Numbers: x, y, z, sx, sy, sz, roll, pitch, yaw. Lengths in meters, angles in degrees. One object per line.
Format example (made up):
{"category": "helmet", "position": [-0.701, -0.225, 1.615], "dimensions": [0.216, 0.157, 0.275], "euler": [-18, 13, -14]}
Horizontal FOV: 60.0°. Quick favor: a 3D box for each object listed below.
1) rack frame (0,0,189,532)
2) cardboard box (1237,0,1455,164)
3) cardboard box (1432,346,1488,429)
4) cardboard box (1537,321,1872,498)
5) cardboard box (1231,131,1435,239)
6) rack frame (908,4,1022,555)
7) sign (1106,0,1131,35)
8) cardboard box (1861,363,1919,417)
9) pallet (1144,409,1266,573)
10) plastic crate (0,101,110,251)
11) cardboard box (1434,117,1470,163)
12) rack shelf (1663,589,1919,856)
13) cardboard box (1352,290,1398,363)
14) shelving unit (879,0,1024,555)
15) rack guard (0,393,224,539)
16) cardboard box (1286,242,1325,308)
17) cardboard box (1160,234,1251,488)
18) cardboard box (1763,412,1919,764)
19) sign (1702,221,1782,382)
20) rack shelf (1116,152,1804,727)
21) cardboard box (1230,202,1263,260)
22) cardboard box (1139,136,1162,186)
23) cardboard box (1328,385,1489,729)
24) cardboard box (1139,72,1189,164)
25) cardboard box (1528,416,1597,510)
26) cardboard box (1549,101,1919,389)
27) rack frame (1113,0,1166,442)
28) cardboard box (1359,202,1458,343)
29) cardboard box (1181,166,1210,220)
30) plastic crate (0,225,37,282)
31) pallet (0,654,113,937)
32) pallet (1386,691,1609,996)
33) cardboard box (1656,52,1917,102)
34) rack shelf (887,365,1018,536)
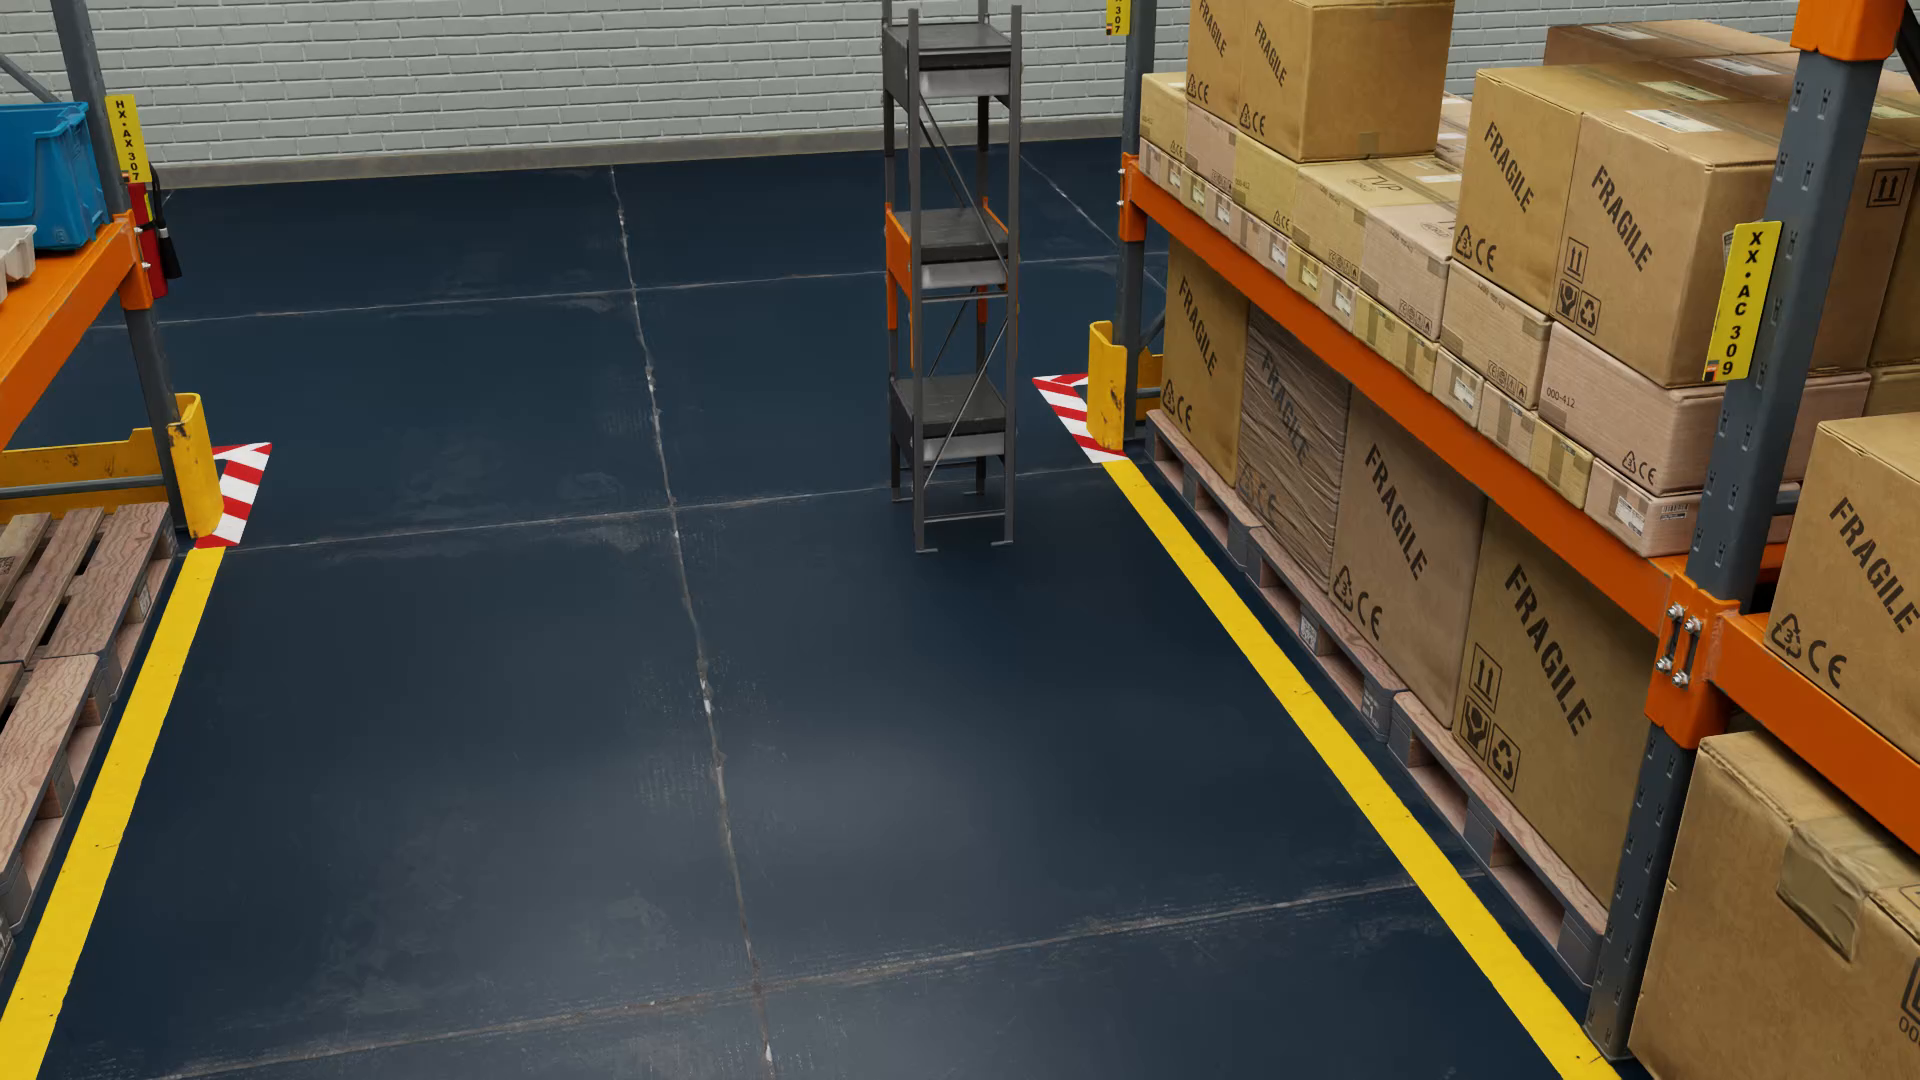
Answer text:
{"category": "rack frame", "position": [-3.633, -1.359, 6.114], "dimensions": [1.000, 3.000, 0.127], "euler": [-6, 27, -12]}
{"category": "cardboard box", "position": [1.273, -1.578, 5.552], "dimensions": [0.500, 0.500, 0.500], "euler": [-7, 28, -13]}
{"category": "cardboard box", "position": [1.532, -0.433, 4.558], "dimensions": [0.380, 0.149, 0.250], "euler": [-5, 27, -11]}
{"category": "cardboard box", "position": [1.738, -0.339, 3.930], "dimensions": [0.500, 0.250, 0.500], "euler": [-6, 27, -13]}
{"category": "cardboard box", "position": [1.271, -1.241, 5.717], "dimensions": [0.500, 0.250, 0.500], "euler": [-7, 28, -13]}
{"category": "rack frame", "position": [0.018, -0.903, 6.209], "dimensions": [0.400, 2.100, 0.015], "euler": [-6, 27, -12]}
{"category": "sign", "position": [0.650, -2.230, 6.791], "dimensions": [0.100, 0.325, 0.005], "euler": [-6, 27, -12]}
{"category": "cardboard box", "position": [2.243, -0.405, 4.060], "dimensions": [0.500, 0.250, 0.500], "euler": [-6, 27, -13]}
{"category": "pallet", "position": [1.449, -0.274, 7.059], "dimensions": [1.003, 0.211, 1.213], "euler": [-6, 27, -12]}
{"category": "plastic crate", "position": [-3.376, -1.274, 5.839], "dimensions": [0.616, 0.435, 0.499], "euler": [-6, 27, -12]}
{"category": "cardboard box", "position": [1.789, -1.296, 5.825], "dimensions": [0.500, 0.250, 0.500], "euler": [-7, 28, -13]}
{"category": "rack shelf", "position": [2.544, 1.093, 2.054], "dimensions": [1.077, 0.370, 4.000], "euler": [-6, 27, -12]}
{"category": "cardboard box", "position": [1.416, -0.659, 5.005], "dimensions": [0.380, 0.149, 0.250], "euler": [-6, 27, -12]}
{"category": "shelving unit", "position": [-0.037, -1.010, 6.421], "dimensions": [0.431, 2.100, 0.503], "euler": [-6, 27, -12]}
{"category": "rack guard", "position": [-3.651, -0.253, 6.696], "dimensions": [1.175, 0.500, 0.348], "euler": [-6, 27, -12]}
{"category": "cardboard box", "position": [1.299, -0.886, 5.455], "dimensions": [0.380, 0.149, 0.250], "euler": [-7, 28, -13]}
{"category": "cardboard box", "position": [1.414, -0.828, 6.954], "dimensions": [0.875, 0.875, 0.875], "euler": [-6, 27, -12]}
{"category": "cardboard box", "position": [1.954, 0.076, 3.159], "dimensions": [0.500, 0.500, 0.500], "euler": [-6, 27, -11]}
{"category": "sign", "position": [1.553, -0.471, 3.306], "dimensions": [0.100, 0.325, 0.005], "euler": [-6, 27, -12]}
{"category": "rack shelf", "position": [1.643, -0.663, 5.533], "dimensions": [1.077, 0.370, 4.000], "euler": [-6, 27, -12]}
{"category": "cardboard box", "position": [1.184, -1.110, 5.899], "dimensions": [0.380, 0.149, 0.250], "euler": [-6, 27, -13]}
{"category": "cardboard box", "position": [0.951, -1.561, 6.792], "dimensions": [0.380, 0.149, 0.250], "euler": [-6, 27, -11]}
{"category": "cardboard box", "position": [1.820, -0.038, 5.389], "dimensions": [0.875, 0.875, 0.875], "euler": [-6, 27, -12]}
{"category": "cardboard box", "position": [1.037, -1.690, 6.606], "dimensions": [0.500, 0.250, 0.500], "euler": [-7, 28, -13]}
{"category": "cardboard box", "position": [1.647, -0.208, 4.112], "dimensions": [0.380, 0.149, 0.250], "euler": [-5, 27, -11]}
{"category": "cardboard box", "position": [1.730, -0.682, 3.775], "dimensions": [0.500, 0.500, 0.500], "euler": [-5, 27, -10]}
{"category": "rack frame", "position": [1.192, -1.862, 7.111], "dimensions": [1.000, 3.000, 0.127], "euler": [-6, 27, -12]}
{"category": "cardboard box", "position": [1.504, -0.790, 4.823], "dimensions": [0.500, 0.250, 0.500], "euler": [-5, 27, -11]}
{"category": "cardboard box", "position": [1.068, -1.336, 6.347], "dimensions": [0.380, 0.149, 0.250], "euler": [-7, 28, -13]}
{"category": "plastic crate", "position": [-3.273, -0.929, 5.487], "dimensions": [0.396, 0.136, 0.243], "euler": [-6, 27, -12]}
{"category": "pallet", "position": [-3.214, 0.786, 4.958], "dimensions": [1.003, 0.211, 1.213], "euler": [-6, 27, -12]}
{"category": "pallet", "position": [1.999, 0.797, 4.937], "dimensions": [1.003, 0.211, 1.213], "euler": [-6, 27, -12]}
{"category": "cardboard box", "position": [2.131, -0.960, 4.327], "dimensions": [0.500, 0.500, 0.500], "euler": [-6, 27, -12]}
{"category": "rack shelf", "position": [-0.037, -0.373, 6.742], "dimensions": [0.431, 0.518, 0.480], "euler": [-6, 27, -12]}
